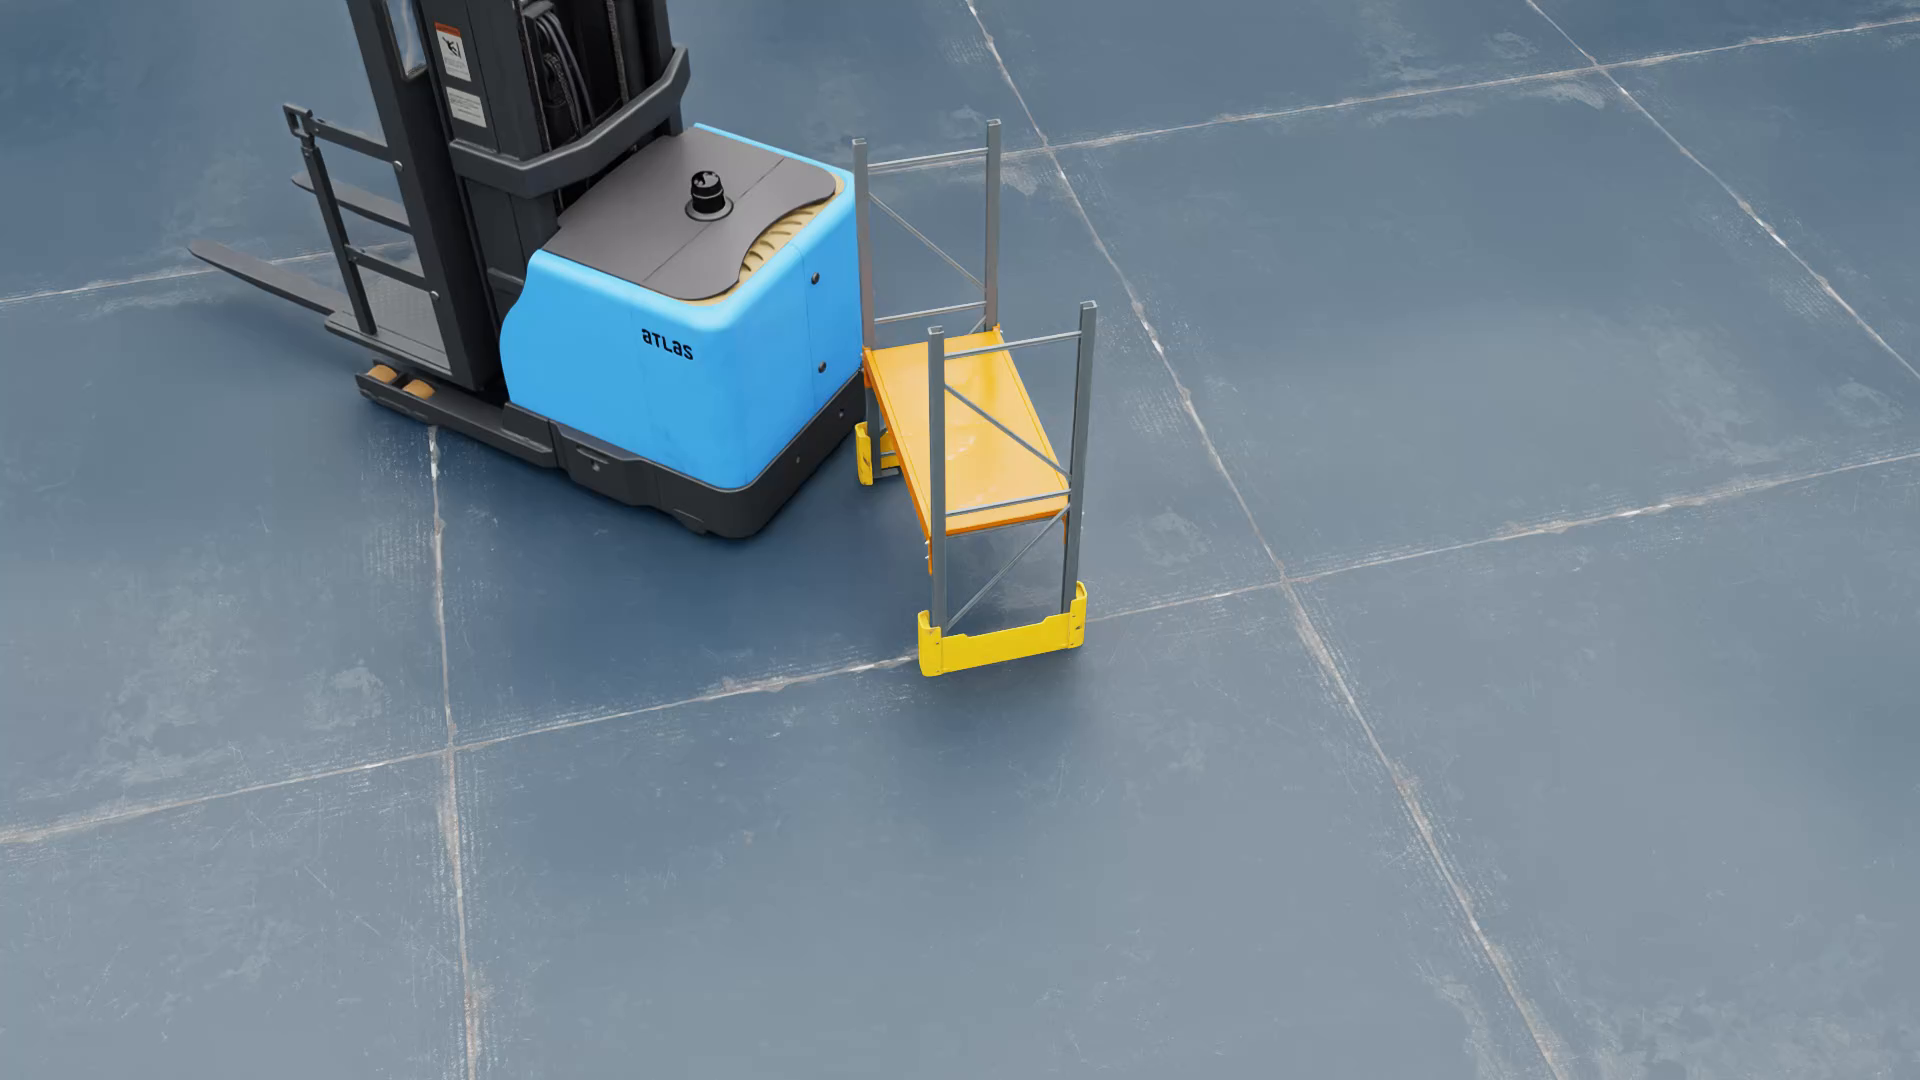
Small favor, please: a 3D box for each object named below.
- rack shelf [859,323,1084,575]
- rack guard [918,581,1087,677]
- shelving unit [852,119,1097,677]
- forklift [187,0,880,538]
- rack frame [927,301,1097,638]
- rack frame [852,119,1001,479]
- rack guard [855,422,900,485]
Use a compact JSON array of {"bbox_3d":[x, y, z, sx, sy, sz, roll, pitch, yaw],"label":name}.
[{"bbox_3d":[0.022,-0.340,5.785,0.538,0.185,1.000,-11,47,-10],"label":"rack shelf"},{"bbox_3d":[0.147,0.309,5.772,0.587,0.250,0.087,-11,47,-10],"label":"rack guard"},{"bbox_3d":[0.020,-0.472,5.663,0.587,1.500,1.083,-11,47,-10],"label":"shelving unit"},{"bbox_3d":[-1.855,-1.811,5.972,3.031,2.935,1.130,22,49,20],"label":"forklift"},{"bbox_3d":[0.152,-0.115,5.313,0.500,1.500,0.032,-11,47,-10],"label":"rack frame"},{"bbox_3d":[-0.108,-0.817,6.001,0.500,1.500,0.032,-11,47,-10],"label":"rack frame"},{"bbox_3d":[-0.108,-0.379,6.446,0.587,0.250,0.087,-11,47,-10],"label":"rack guard"}]
